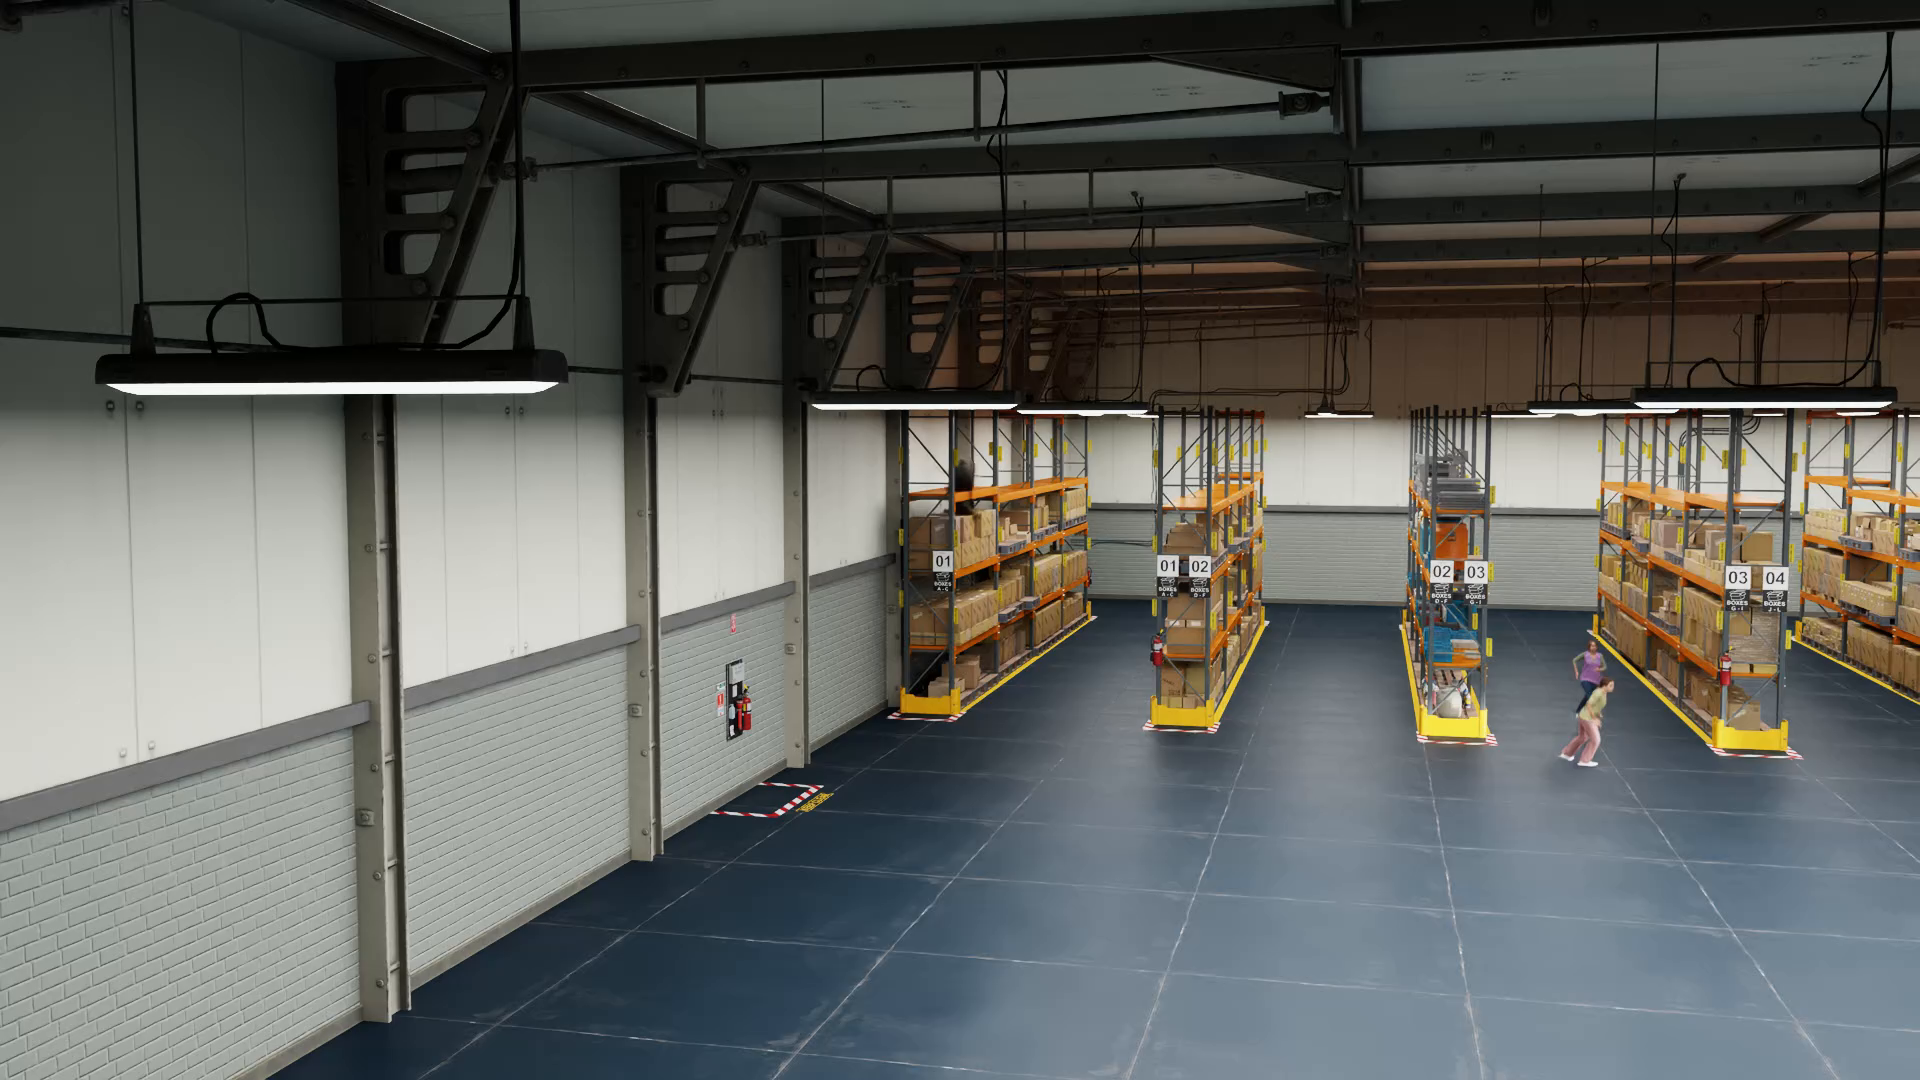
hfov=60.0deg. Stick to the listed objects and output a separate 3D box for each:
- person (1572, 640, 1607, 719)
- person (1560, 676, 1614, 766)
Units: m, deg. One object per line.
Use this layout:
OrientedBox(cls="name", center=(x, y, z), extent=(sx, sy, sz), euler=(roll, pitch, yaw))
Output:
OrientedBox(cls="person", center=(11.833, 2.684, 31.269), extent=(0.515, 1.632, 0.651), euler=(-1, 4, -10))
OrientedBox(cls="person", center=(10.395, 2.983, 27.576), extent=(0.822, 1.532, 0.629), euler=(2, 5, 25))
